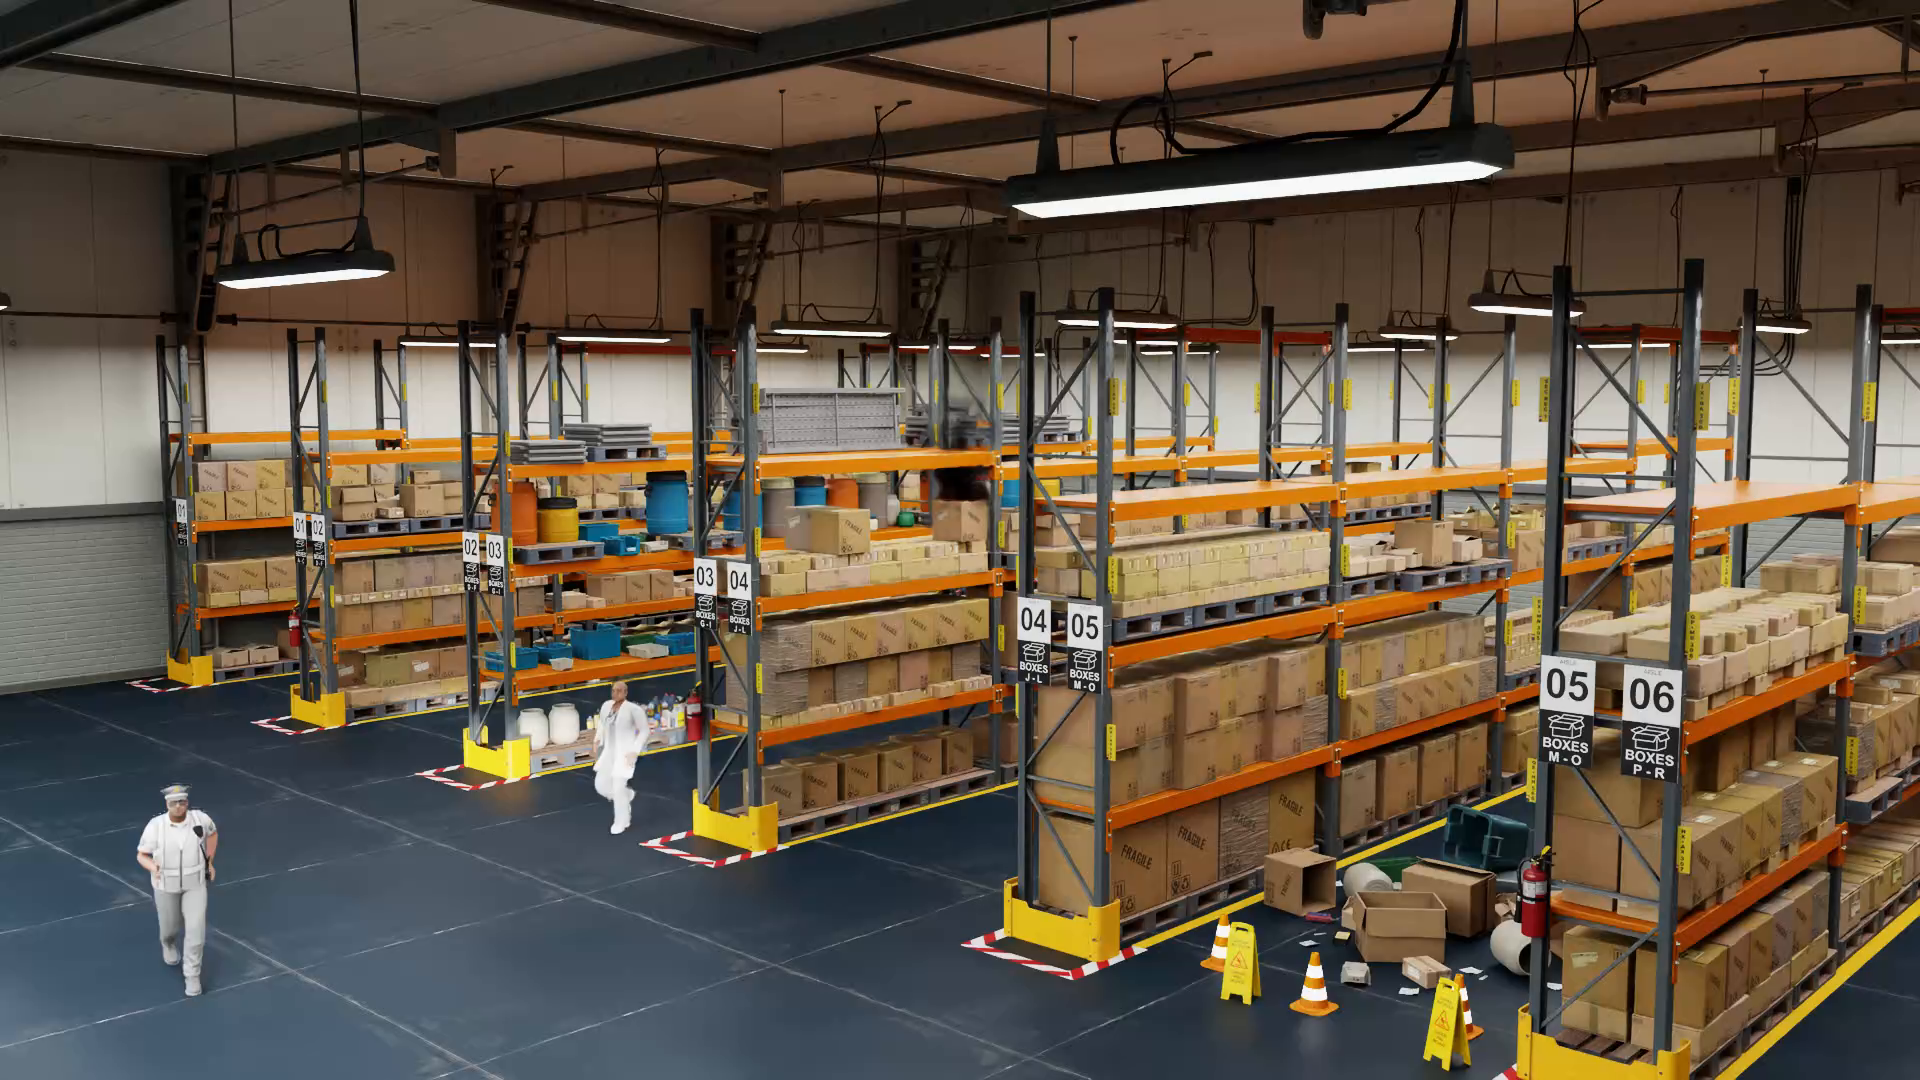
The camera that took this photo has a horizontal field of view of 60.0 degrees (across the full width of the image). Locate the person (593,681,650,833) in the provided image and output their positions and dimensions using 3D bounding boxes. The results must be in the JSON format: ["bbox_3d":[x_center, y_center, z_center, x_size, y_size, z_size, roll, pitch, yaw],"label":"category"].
[{"bbox_3d":[-3.966,2.502,19.258,0.745,1.743,0.509,3,6,27],"label":"person"}]

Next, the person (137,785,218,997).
[{"bbox_3d":[-6.721,2.945,14.331,0.647,1.764,0.943,-3,6,-29],"label":"person"}]

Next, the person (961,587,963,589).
[{"bbox_3d":[0.252,1.206,33.085,0.695,1.714,0.619,3,6,31],"label":"person"}]
